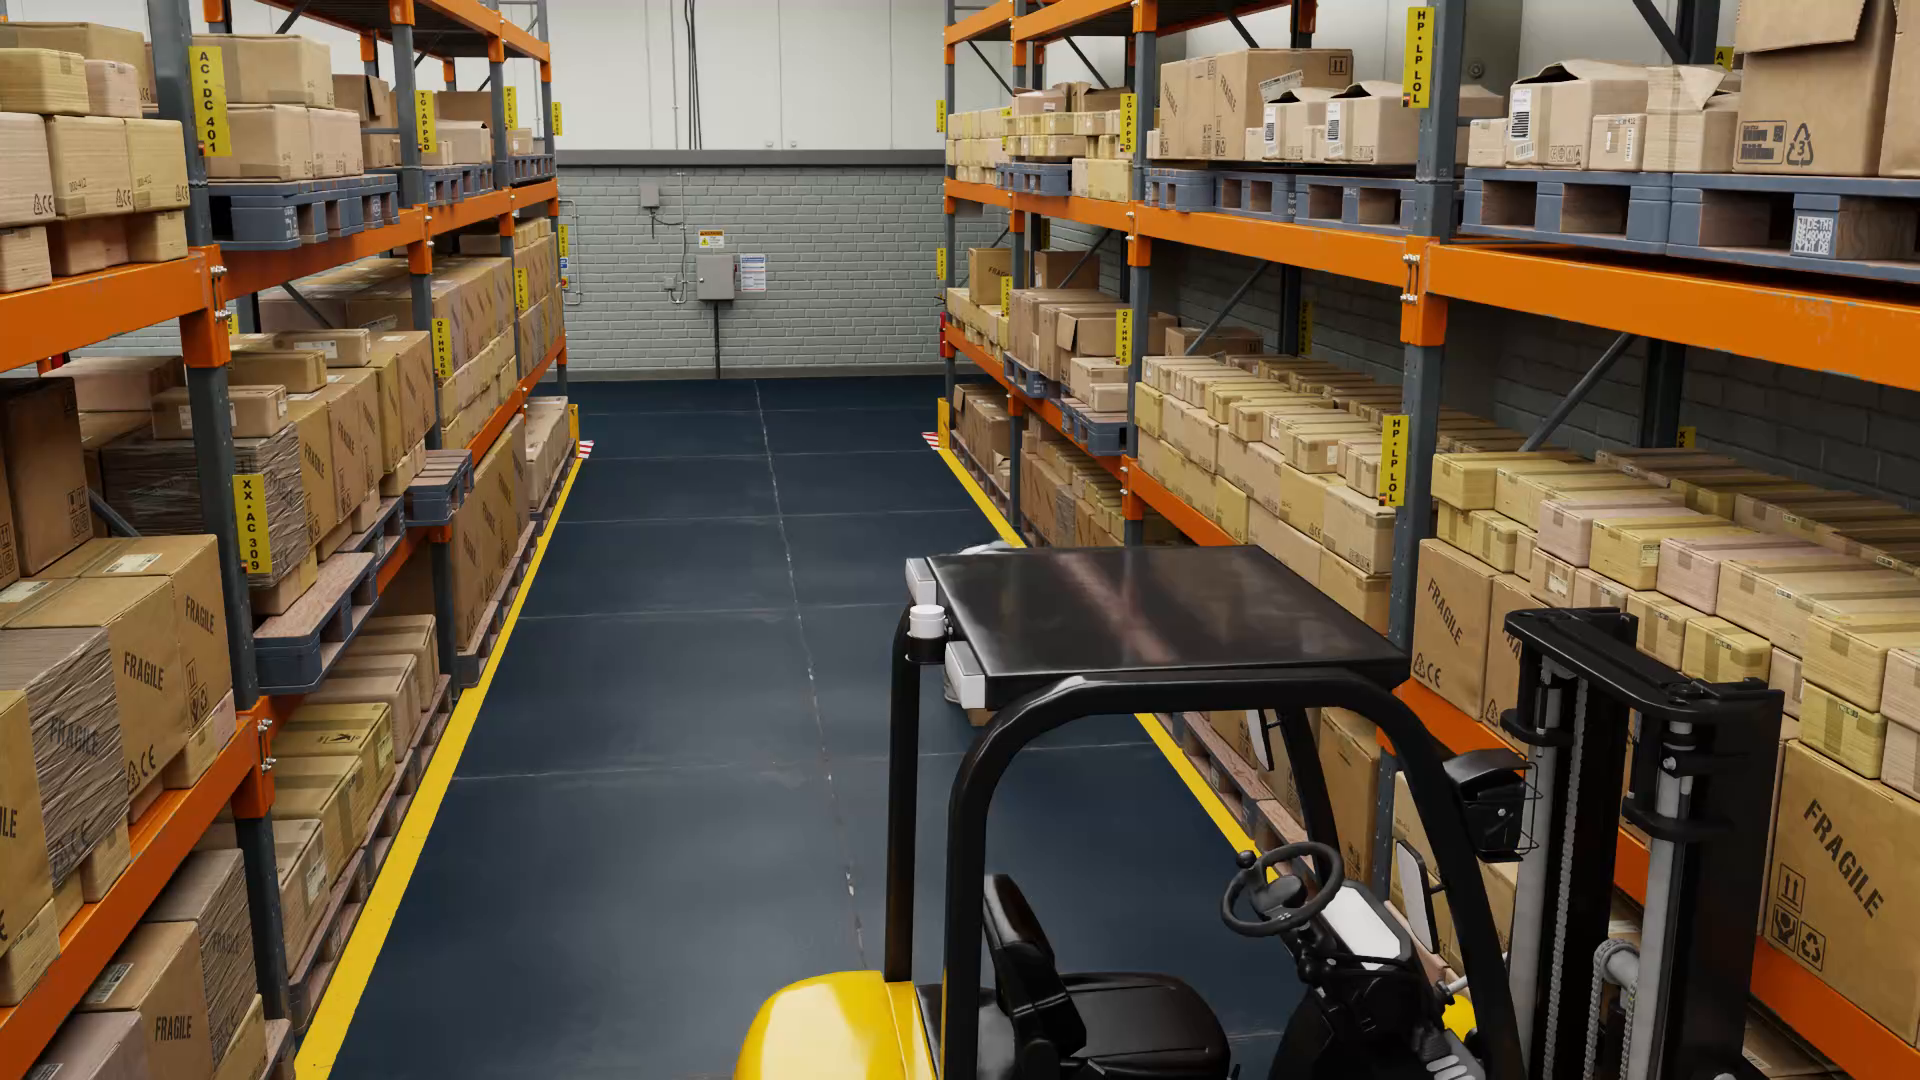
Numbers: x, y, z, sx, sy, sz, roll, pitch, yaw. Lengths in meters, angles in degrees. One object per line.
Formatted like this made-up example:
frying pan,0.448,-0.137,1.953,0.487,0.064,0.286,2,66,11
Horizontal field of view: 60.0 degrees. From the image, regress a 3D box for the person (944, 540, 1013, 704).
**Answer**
person,0.137,0.432,9.578,0.523,1.016,0.844,-2,13,-10
